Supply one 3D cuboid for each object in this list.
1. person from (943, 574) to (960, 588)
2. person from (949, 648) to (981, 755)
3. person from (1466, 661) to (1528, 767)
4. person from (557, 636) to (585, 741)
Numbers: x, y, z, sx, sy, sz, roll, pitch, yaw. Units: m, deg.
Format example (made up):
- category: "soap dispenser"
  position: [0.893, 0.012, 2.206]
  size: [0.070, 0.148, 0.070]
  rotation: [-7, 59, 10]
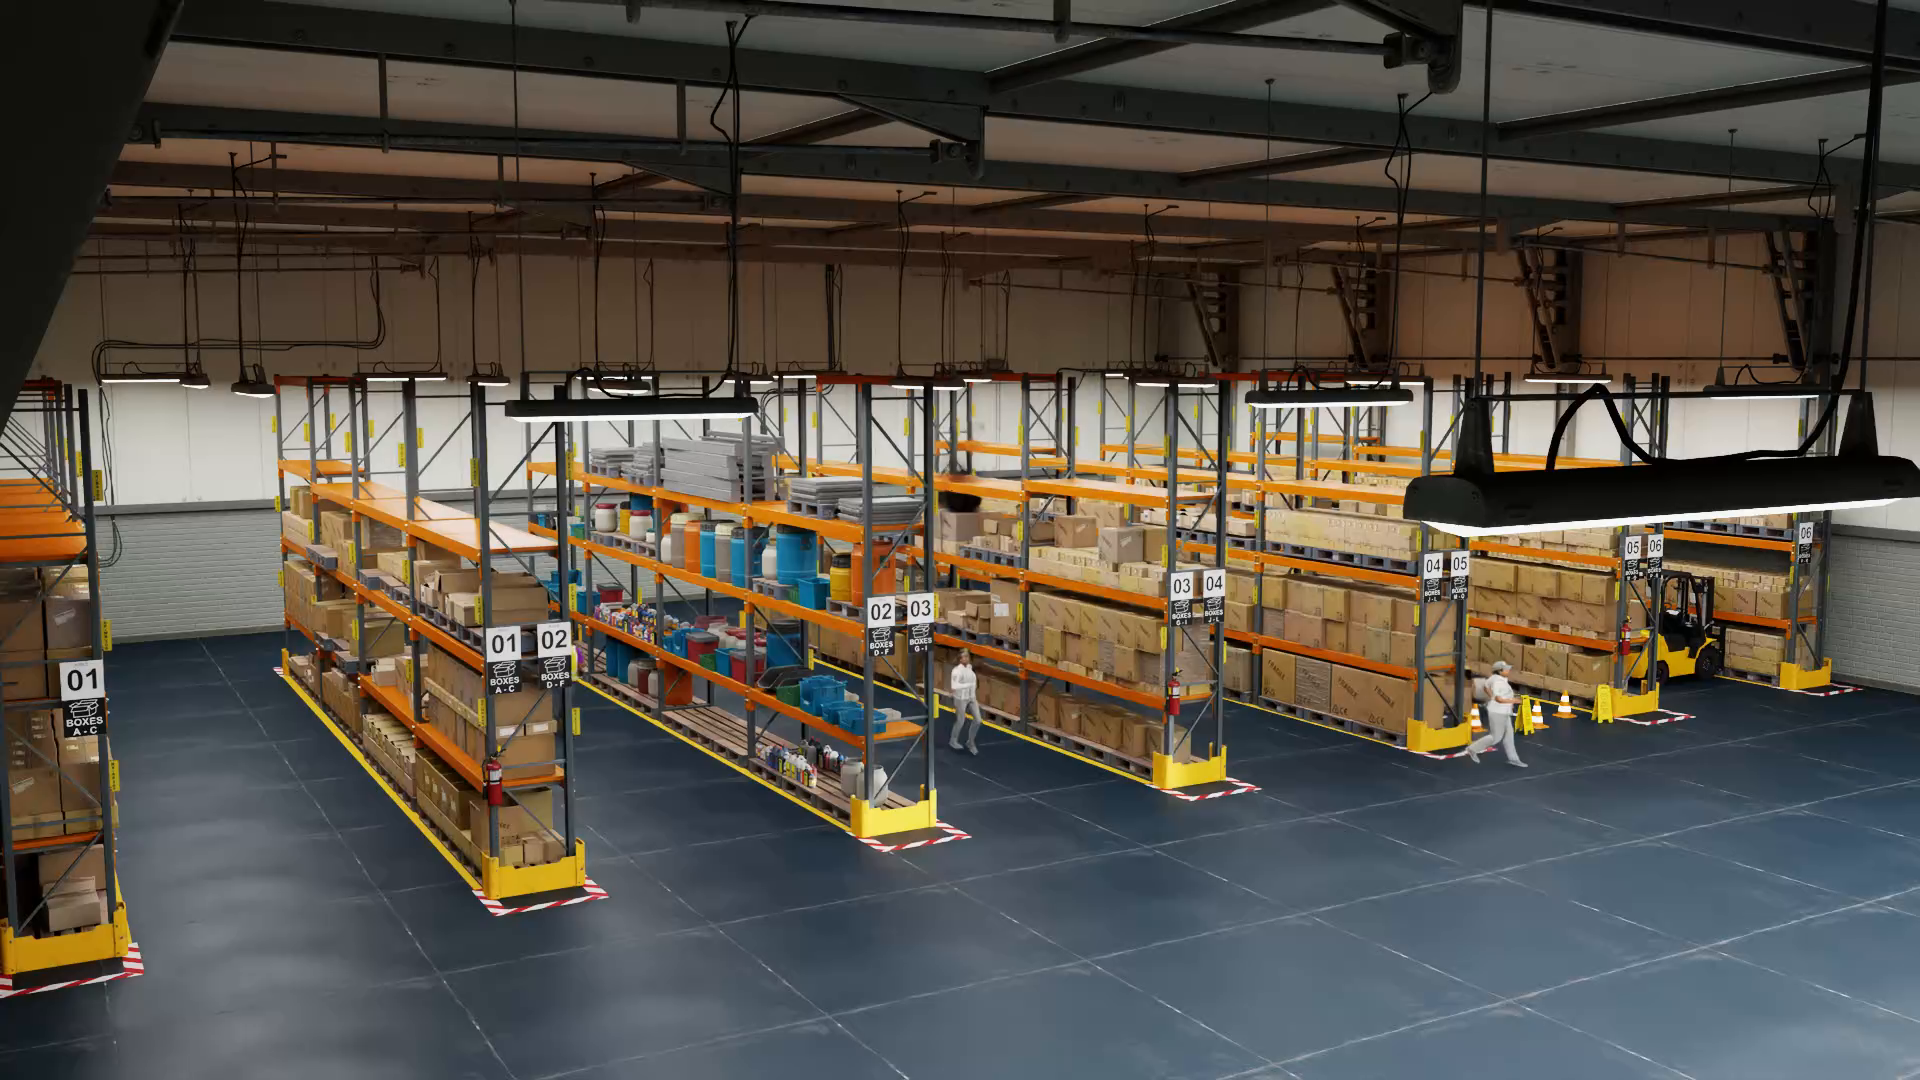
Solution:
- category: "person"
  position: [-0.154, 0.901, 42.225]
  size: [0.689, 1.639, 0.806]
  rotation: [0, 6, -4]
- category: "person"
  position: [0.097, 2.580, 26.652]
  size: [0.592, 1.734, 0.684]
  rotation: [-5, 8, -38]
- category: "person"
  position: [8.308, 2.687, 25.659]
  size: [0.939, 1.665, 0.615]
  rotation: [2, 7, 16]
- category: "person"
  position: [-6.601, 2.402, 27.826]
  size: [0.677, 1.821, 0.820]
  rotation: [-6, 9, -44]
